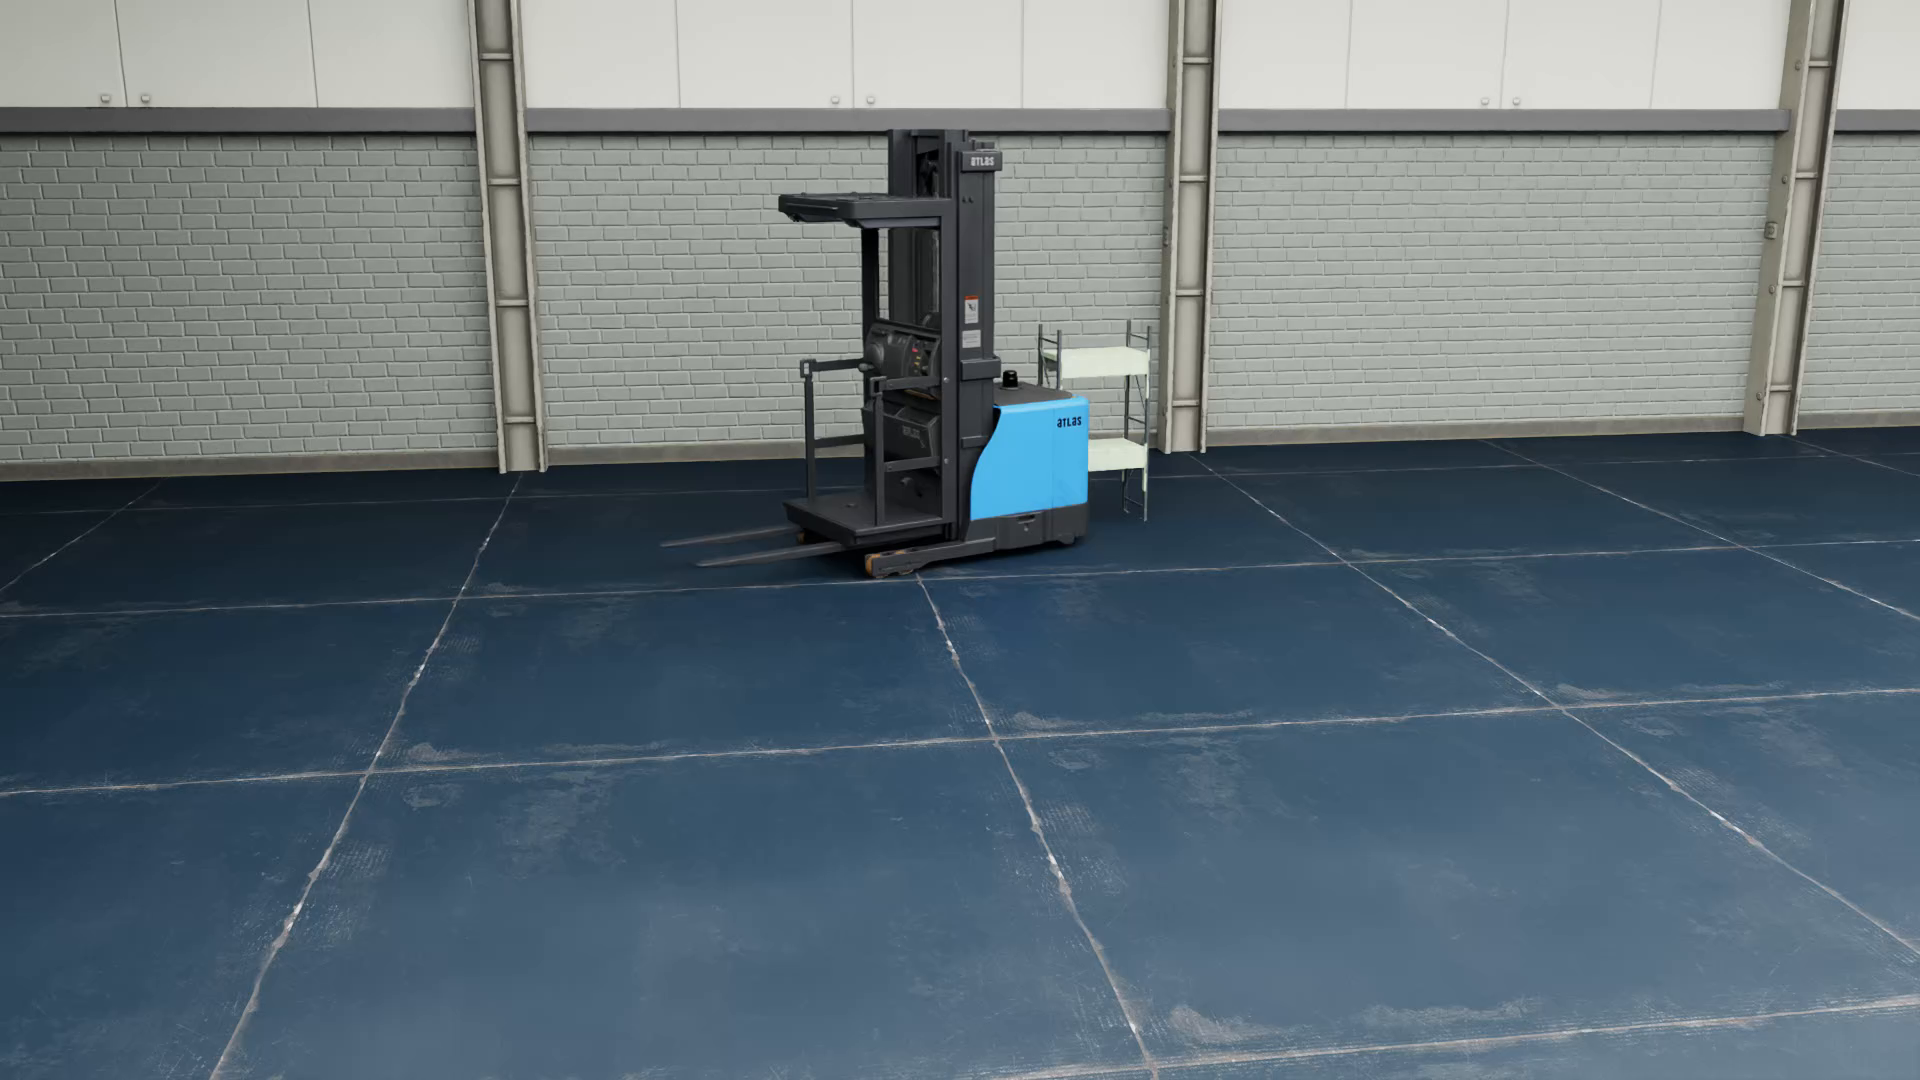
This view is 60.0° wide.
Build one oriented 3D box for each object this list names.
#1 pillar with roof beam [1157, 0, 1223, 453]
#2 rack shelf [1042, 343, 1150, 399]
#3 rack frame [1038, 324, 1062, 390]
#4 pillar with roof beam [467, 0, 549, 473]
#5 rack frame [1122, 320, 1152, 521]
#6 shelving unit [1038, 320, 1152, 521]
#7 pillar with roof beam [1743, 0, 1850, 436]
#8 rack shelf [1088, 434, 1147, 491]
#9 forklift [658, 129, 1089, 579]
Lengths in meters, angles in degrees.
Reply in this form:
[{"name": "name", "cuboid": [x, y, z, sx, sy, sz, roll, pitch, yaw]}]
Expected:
[{"name": "pillar with roof beam", "cuboid": [2.715, -4.176, 10.374, 0.400, 9.000, 9.100, -2, 14, -8]}, {"name": "rack shelf", "cuboid": [1.015, -1.266, 12.583, 0.720, 0.370, 0.431, -5, 15, -19]}, {"name": "rack frame", "cuboid": [0.670, -0.858, 12.559, 0.023, 1.500, 0.400, -5, 15, -19]}, {"name": "pillar with roof beam", "cuboid": [-3.218, -3.959, 9.507, 0.400, 9.000, 9.100, -2, 14, -8]}, {"name": "rack frame", "cuboid": [1.360, -0.917, 12.797, 0.023, 1.500, 0.400, -5, 15, -19]}, {"name": "shelving unit", "cuboid": [1.015, -0.888, 12.678, 0.755, 1.500, 0.431, -5, 15, -19]}, {"name": "pillar with roof beam", "cuboid": [8.648, -4.393, 11.241, 0.400, 9.000, 9.100, -2, 14, -8]}, {"name": "rack shelf", "cuboid": [1.015, -0.571, 12.757, 0.720, 0.370, 0.431, -5, 15, -19]}, {"name": "forklift", "cuboid": [-0.580, -1.305, 11.400, 3.031, 2.935, 1.130, -9, 17, -31]}]
